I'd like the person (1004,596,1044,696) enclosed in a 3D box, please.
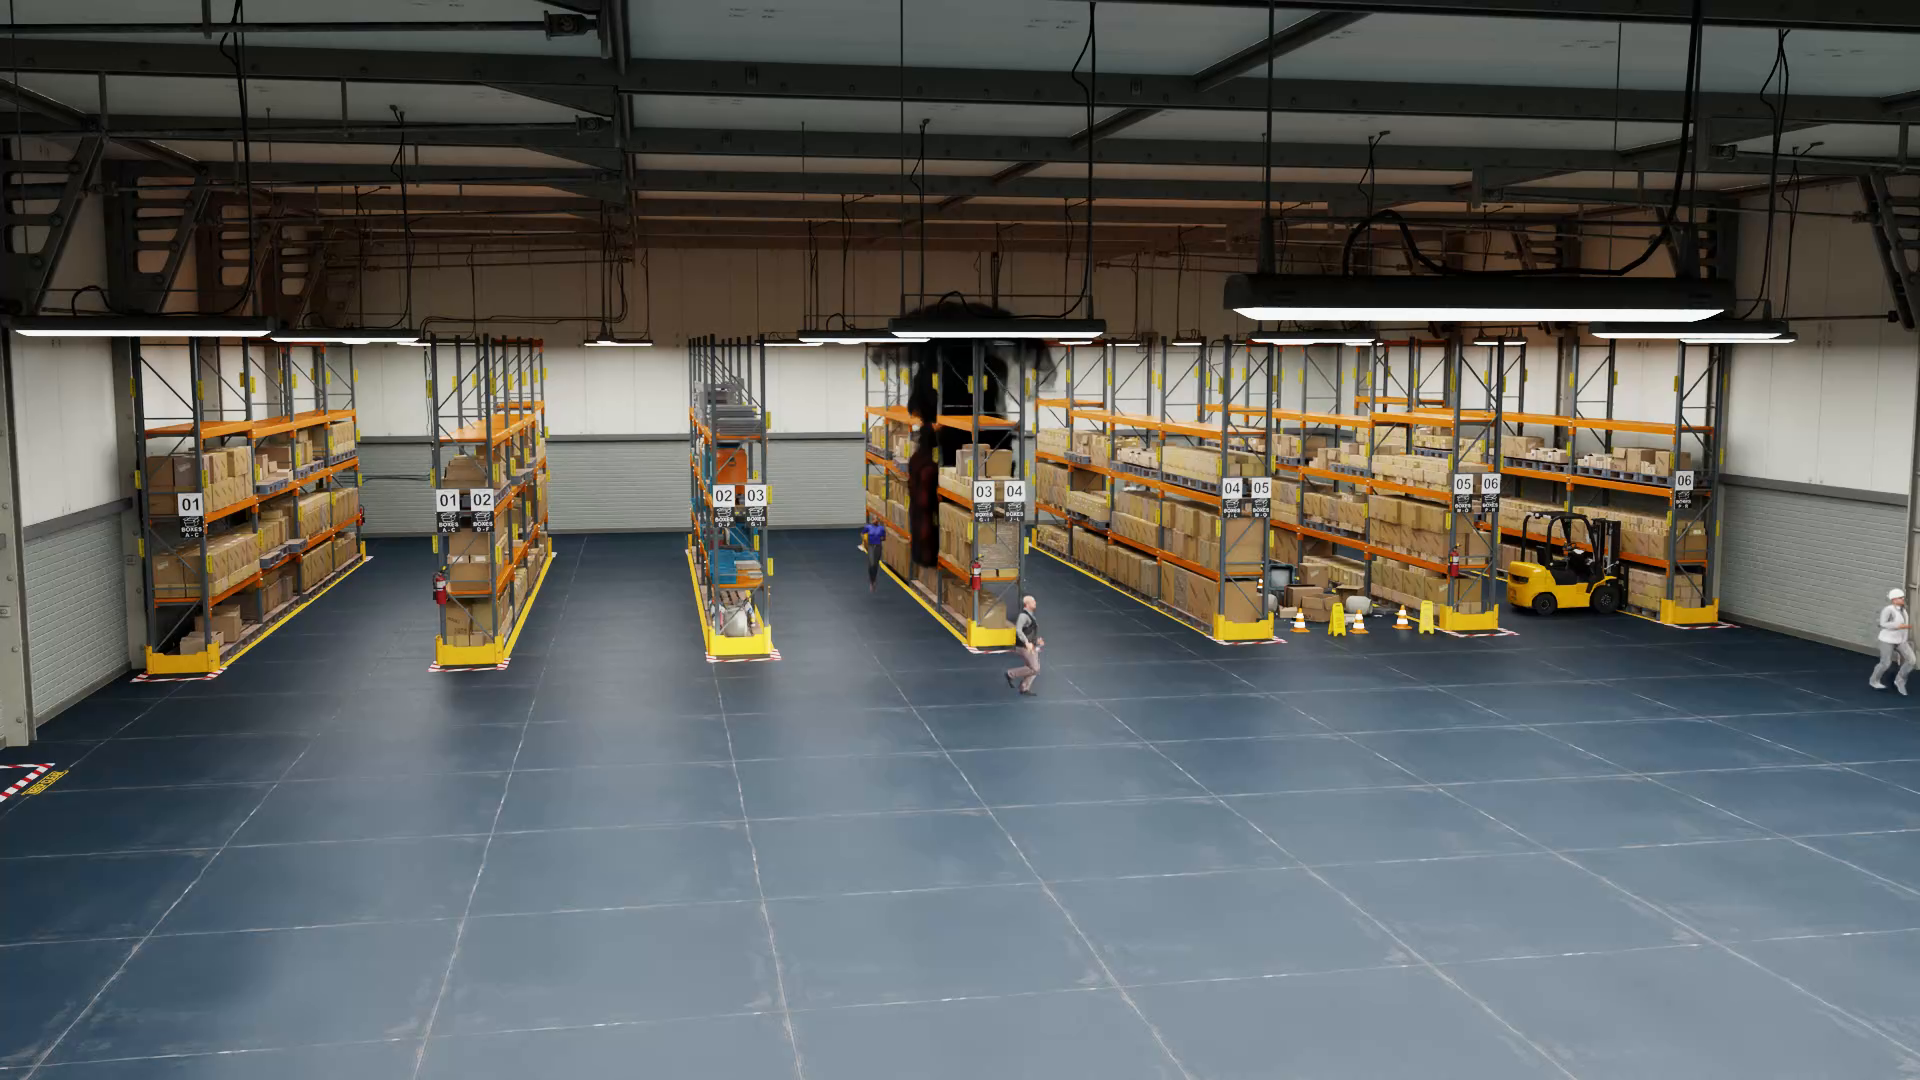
[{"bbox_3d":[1.066,1.756,27.542,0.618,1.672,0.644,2,7,14],"label":"person"}]

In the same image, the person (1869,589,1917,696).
[{"bbox_3d":[15.504,1.694,27.660,0.640,1.795,0.777,-2,7,-18],"label":"person"}]

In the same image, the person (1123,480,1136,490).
[{"bbox_3d":[5.172,-0.998,51.010,0.863,1.840,0.649,-3,7,-26],"label":"person"}]

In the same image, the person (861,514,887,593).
[{"bbox_3d":[-1.946,0.291,38.020,0.526,1.776,0.728,-2,7,-17],"label":"person"}]
